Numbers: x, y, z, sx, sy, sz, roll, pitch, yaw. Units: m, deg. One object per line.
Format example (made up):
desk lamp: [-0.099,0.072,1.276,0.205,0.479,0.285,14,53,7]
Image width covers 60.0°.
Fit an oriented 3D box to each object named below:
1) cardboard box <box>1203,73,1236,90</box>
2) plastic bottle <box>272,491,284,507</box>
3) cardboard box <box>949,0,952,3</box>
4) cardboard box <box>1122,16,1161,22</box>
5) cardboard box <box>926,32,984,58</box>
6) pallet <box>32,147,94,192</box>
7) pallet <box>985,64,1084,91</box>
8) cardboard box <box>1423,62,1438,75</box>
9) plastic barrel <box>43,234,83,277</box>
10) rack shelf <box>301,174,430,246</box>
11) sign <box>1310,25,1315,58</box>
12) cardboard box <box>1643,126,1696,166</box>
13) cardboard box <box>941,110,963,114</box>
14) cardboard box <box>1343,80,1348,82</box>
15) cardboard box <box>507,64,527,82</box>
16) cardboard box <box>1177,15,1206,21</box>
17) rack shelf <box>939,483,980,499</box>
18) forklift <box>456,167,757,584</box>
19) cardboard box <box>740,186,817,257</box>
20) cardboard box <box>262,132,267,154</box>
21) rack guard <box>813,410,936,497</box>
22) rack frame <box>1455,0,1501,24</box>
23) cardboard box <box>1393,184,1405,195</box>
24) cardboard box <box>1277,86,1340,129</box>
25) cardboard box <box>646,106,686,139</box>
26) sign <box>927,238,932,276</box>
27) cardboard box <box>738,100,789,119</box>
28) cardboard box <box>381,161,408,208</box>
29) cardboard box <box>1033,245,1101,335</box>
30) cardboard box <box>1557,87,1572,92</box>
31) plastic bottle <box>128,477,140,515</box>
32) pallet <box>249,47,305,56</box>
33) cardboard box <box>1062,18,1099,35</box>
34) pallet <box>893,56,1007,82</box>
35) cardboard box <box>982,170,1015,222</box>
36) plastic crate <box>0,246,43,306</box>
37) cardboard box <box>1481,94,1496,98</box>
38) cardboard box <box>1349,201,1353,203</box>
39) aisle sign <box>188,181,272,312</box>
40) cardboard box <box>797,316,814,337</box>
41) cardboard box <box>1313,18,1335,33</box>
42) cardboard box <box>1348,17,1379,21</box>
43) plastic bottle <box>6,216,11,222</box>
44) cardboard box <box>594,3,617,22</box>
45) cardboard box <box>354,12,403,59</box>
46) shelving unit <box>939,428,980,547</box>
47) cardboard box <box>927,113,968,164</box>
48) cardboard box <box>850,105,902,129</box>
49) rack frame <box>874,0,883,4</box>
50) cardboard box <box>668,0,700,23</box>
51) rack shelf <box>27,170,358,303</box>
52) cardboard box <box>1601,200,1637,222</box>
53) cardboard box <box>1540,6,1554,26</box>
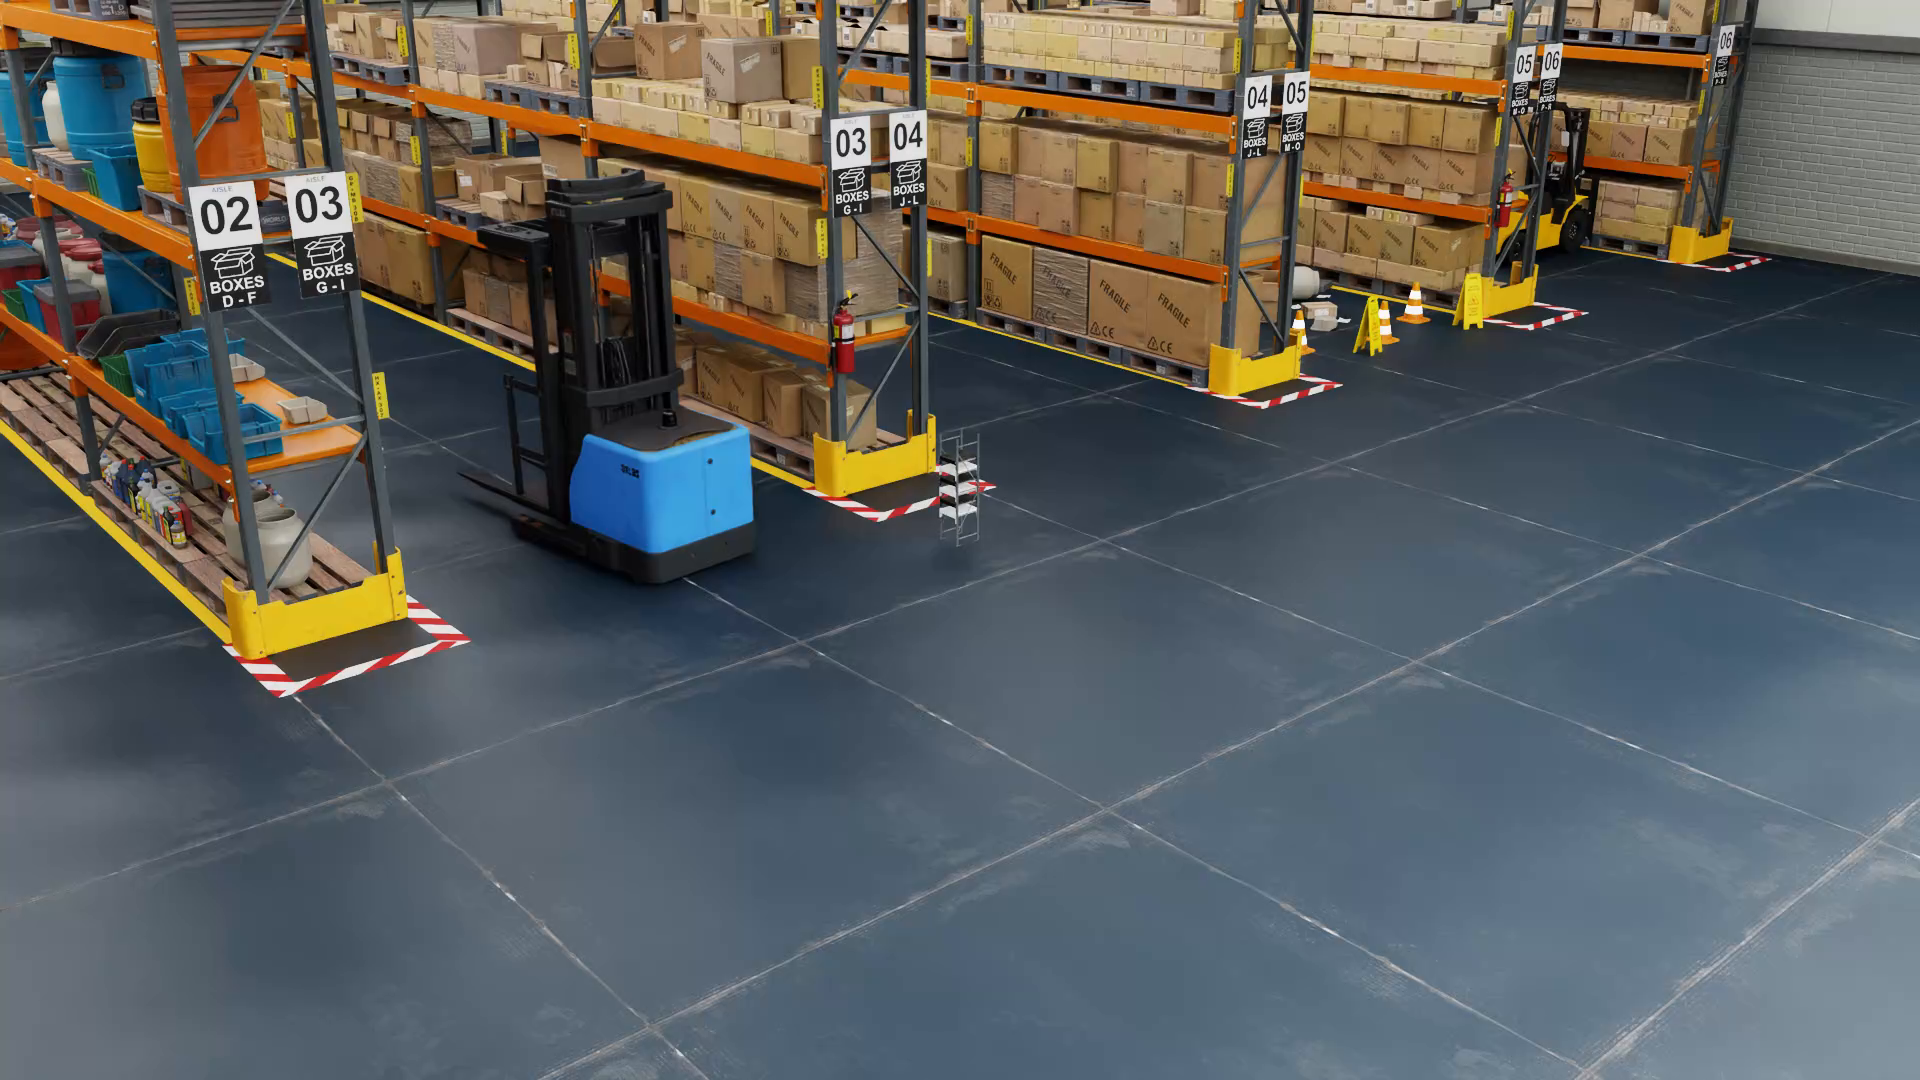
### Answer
cardboard box: [2.651,-4.607,16.652,0.380,0.149,0.250,-18,27,-38]
plastic bottle: [-5.398,-0.252,13.151,0.097,0.271,0.097,0,21,0]
cardboard box: [-0.290,-8.953,27.662,0.500,0.311,0.500,-17,27,-37]
cardboard box: [1.986,-5.628,18.164,0.380,0.149,0.250,-17,27,-37]
cardboard box: [-0.068,-5.905,19.827,0.500,0.250,0.500,-17,27,-37]
pallet: [-6.517,-2.980,13.125,1.213,0.211,1.003,-17,27,-37]
pallet: [1.040,-5.306,18.927,1.003,0.211,1.213,-17,27,-37]
cardboard box: [5.914,-5.820,20.462,0.380,0.149,0.250,-17,27,-37]
plastic barrel: [-8.565,-2.655,15.995,0.421,0.512,0.421,0,21,0]
rack shelf: [-7.226,-4.349,21.461,1.077,0.370,4.000,-17,27,-37]
sign: [3.549,-5.045,16.831,0.100,0.325,0.005,-17,27,-37]
cardboard box: [10.047,-5.583,23.488,0.500,0.500,0.500,-18,28,-39]
cardboard box: [0.044,-6.913,27.227,0.500,0.250,0.500,-18,28,-38]
cardboard box: [6.640,-7.657,27.895,0.380,0.149,0.250,-18,28,-38]
cardboard box: [-4.609,-5.004,17.778,0.380,0.166,0.250,-18,28,-39]
cardboard box: [3.380,-7.176,23.208,0.500,0.250,0.500,-17,27,-37]
rack shelf: [-0.005,-0.390,13.338,0.258,0.077,0.200,-17,27,-37]
forklift: [-3.025,-1.470,13.217,3.031,2.935,1.130,19,28,39]
cardboard box: [-1.576,-2.802,14.608,0.500,0.500,0.500,-17,27,-37]
cardboard box: [-9.692,-5.648,23.589,0.500,0.250,0.500,-17,27,-36]
rack guard: [-0.748,-0.778,14.785,1.175,0.500,0.348,-17,27,-37]
rack frame: [7.956,-9.361,25.046,1.000,3.000,0.127,-17,27,-37]
cardboard box: [5.751,-4.503,21.213,0.380,0.149,0.250,-17,27,-37]
cardboard box: [4.638,-5.717,22.050,0.700,0.500,0.500,-17,27,-37]
cardboard box: [-2.544,-3.883,15.378,0.500,0.250,0.500,-19,28,-39]
sign: [-0.288,-2.453,14.448,0.100,0.325,0.005,-17,27,-37]
cardboard box: [-1.708,-3.747,14.484,0.380,0.149,0.250,-17,27,-37]
cardboard box: [-6.751,-4.394,20.454,0.500,0.500,0.500,-18,28,-38]
cardboard box: [1.463,-2.947,19.232,0.875,0.875,0.875,-17,27,-37]
cardboard box: [9.073,-6.759,25.194,0.380,0.149,0.250,-18,28,-38]
plastic bottle: [-6.650,-0.358,13.406,0.061,0.283,0.133,-16,26,-35]
pallet: [-9.058,-6.820,22.793,1.003,0.211,1.213,-17,27,-37]
cardboard box: [1.326,-5.539,17.939,0.380,0.149,0.250,-17,27,-37]
pallet: [-0.122,-5.728,20.145,0.805,0.209,1.217,-19,28,-39]
cardboard box: [0.764,-4.150,19.761,0.875,0.550,0.550,-17,27,-37]
plastic crate: [-8.850,-2.463,15.571,0.402,0.464,0.583,-17,27,-37]
cardboard box: [8.192,-6.850,25.425,0.380,0.149,0.250,-17,27,-37]
cardboard box: [5.121,-4.410,22.797,0.500,0.500,0.500,-17,27,-36]
aisle sign: [-4.629,-1.862,10.560,0.394,0.787,0.004,-17,27,-37]
cardboard box: [-1.204,-1.903,14.574,0.380,0.149,0.250,-17,27,-37]
cardboard box: [4.665,-6.653,21.495,0.380,0.149,0.250,-18,27,-38]
cardboard box: [5.262,-6.717,21.658,0.380,0.149,0.250,-18,28,-38]
plastic bottle: [-10.430,-3.425,18.275,0.061,0.283,0.133,-17,27,-37]
cardboard box: [-5.202,-8.016,25.244,0.500,0.250,0.500,-19,28,-40]
cardboard box: [-7.003,-6.139,20.219,0.500,0.500,0.500,-16,26,-35]
shelving unit: [-0.005,-0.421,13.326,0.258,0.900,0.210,-17,27,-37]
cardboard box: [-0.152,-4.969,20.549,0.700,0.500,0.500,-18,28,-38]
cardboard box: [-0.703,-3.565,14.018,0.380,0.149,0.250,-18,27,-38]
rack frame: [-1.024,-10.389,27.670,1.000,3.000,0.127,-17,27,-37]
cardboard box: [-3.799,-7.572,23.872,0.797,0.503,0.637,-18,28,-38]
rack shelf: [-5.756,-2.356,12.260,1.077,0.370,4.000,-17,27,-37]
cardboard box: [9.693,-4.812,24.166,0.500,0.250,0.500,-18,28,-38]
cardboard box: [8.695,-7.662,24.291,0.396,0.266,0.258,-18,28,-39]
